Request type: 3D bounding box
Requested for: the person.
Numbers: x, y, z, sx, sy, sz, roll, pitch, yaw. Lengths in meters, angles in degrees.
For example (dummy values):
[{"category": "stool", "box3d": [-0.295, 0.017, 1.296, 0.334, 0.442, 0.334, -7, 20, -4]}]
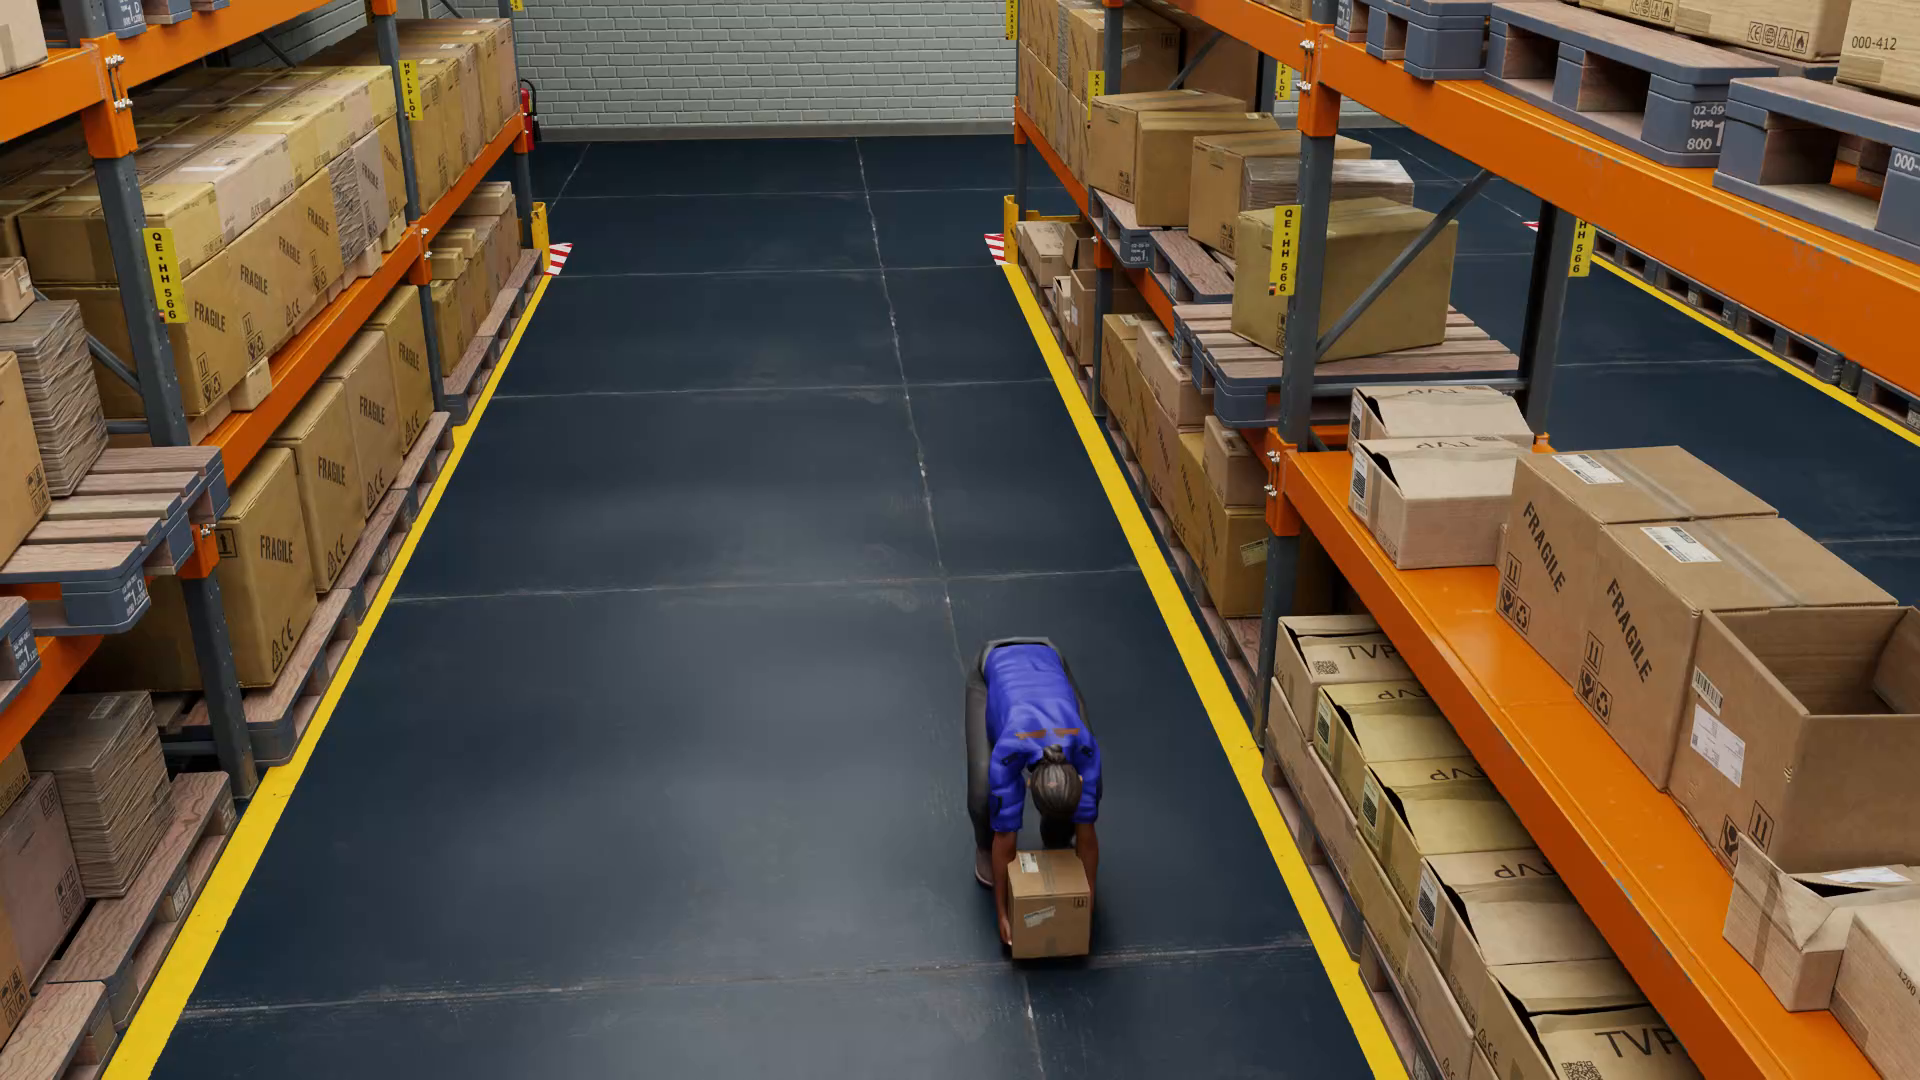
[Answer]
[{"category": "person", "box3d": [0.262, 0.846, 5.680, 0.465, 0.864, 0.866, -4, 24, -8]}]
